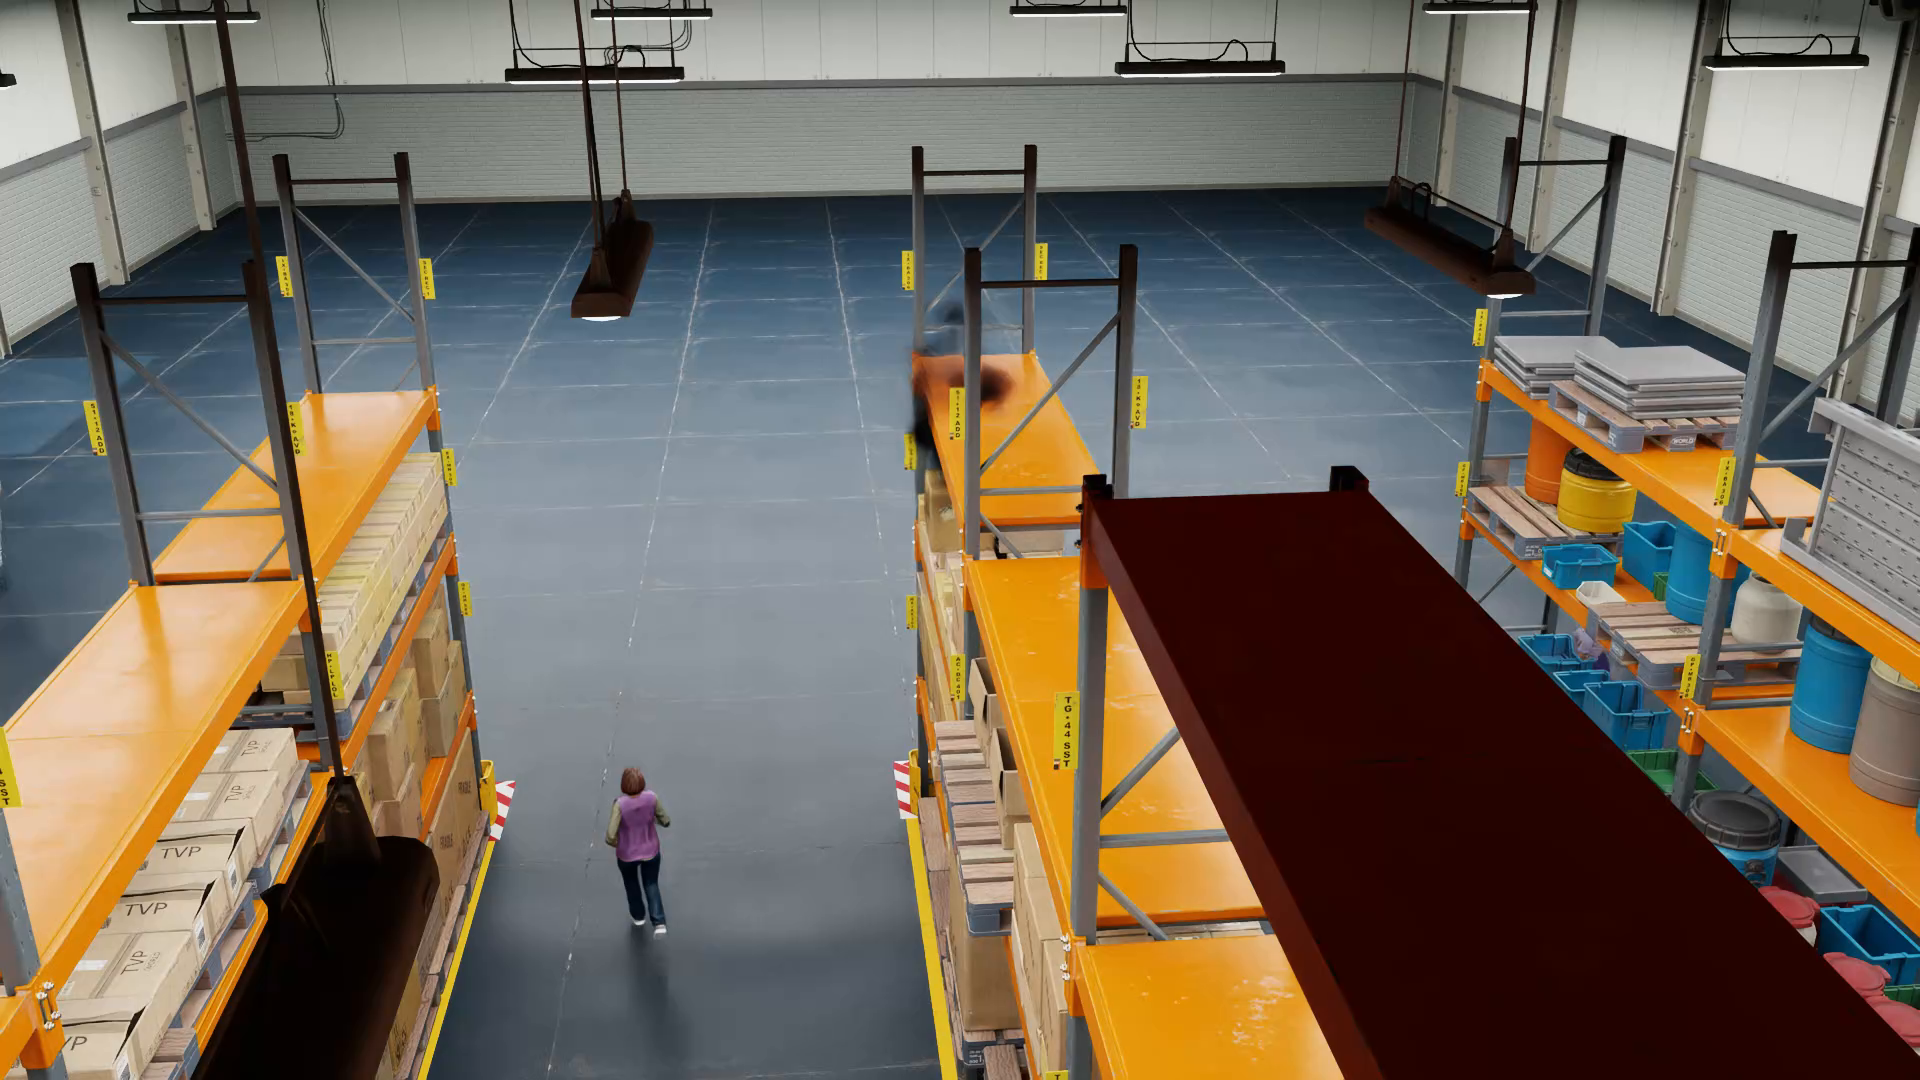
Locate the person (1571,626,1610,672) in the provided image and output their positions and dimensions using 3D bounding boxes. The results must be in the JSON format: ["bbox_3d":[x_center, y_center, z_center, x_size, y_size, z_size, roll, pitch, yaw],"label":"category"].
[{"bbox_3d":[6.153,1.293,16.241,0.657,1.613,0.580,-19,28,-39],"label":"person"}]

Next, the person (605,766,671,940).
[{"bbox_3d":[-2.549,2.485,13.183,0.541,1.567,0.843,-8,23,-20],"label":"person"}]
